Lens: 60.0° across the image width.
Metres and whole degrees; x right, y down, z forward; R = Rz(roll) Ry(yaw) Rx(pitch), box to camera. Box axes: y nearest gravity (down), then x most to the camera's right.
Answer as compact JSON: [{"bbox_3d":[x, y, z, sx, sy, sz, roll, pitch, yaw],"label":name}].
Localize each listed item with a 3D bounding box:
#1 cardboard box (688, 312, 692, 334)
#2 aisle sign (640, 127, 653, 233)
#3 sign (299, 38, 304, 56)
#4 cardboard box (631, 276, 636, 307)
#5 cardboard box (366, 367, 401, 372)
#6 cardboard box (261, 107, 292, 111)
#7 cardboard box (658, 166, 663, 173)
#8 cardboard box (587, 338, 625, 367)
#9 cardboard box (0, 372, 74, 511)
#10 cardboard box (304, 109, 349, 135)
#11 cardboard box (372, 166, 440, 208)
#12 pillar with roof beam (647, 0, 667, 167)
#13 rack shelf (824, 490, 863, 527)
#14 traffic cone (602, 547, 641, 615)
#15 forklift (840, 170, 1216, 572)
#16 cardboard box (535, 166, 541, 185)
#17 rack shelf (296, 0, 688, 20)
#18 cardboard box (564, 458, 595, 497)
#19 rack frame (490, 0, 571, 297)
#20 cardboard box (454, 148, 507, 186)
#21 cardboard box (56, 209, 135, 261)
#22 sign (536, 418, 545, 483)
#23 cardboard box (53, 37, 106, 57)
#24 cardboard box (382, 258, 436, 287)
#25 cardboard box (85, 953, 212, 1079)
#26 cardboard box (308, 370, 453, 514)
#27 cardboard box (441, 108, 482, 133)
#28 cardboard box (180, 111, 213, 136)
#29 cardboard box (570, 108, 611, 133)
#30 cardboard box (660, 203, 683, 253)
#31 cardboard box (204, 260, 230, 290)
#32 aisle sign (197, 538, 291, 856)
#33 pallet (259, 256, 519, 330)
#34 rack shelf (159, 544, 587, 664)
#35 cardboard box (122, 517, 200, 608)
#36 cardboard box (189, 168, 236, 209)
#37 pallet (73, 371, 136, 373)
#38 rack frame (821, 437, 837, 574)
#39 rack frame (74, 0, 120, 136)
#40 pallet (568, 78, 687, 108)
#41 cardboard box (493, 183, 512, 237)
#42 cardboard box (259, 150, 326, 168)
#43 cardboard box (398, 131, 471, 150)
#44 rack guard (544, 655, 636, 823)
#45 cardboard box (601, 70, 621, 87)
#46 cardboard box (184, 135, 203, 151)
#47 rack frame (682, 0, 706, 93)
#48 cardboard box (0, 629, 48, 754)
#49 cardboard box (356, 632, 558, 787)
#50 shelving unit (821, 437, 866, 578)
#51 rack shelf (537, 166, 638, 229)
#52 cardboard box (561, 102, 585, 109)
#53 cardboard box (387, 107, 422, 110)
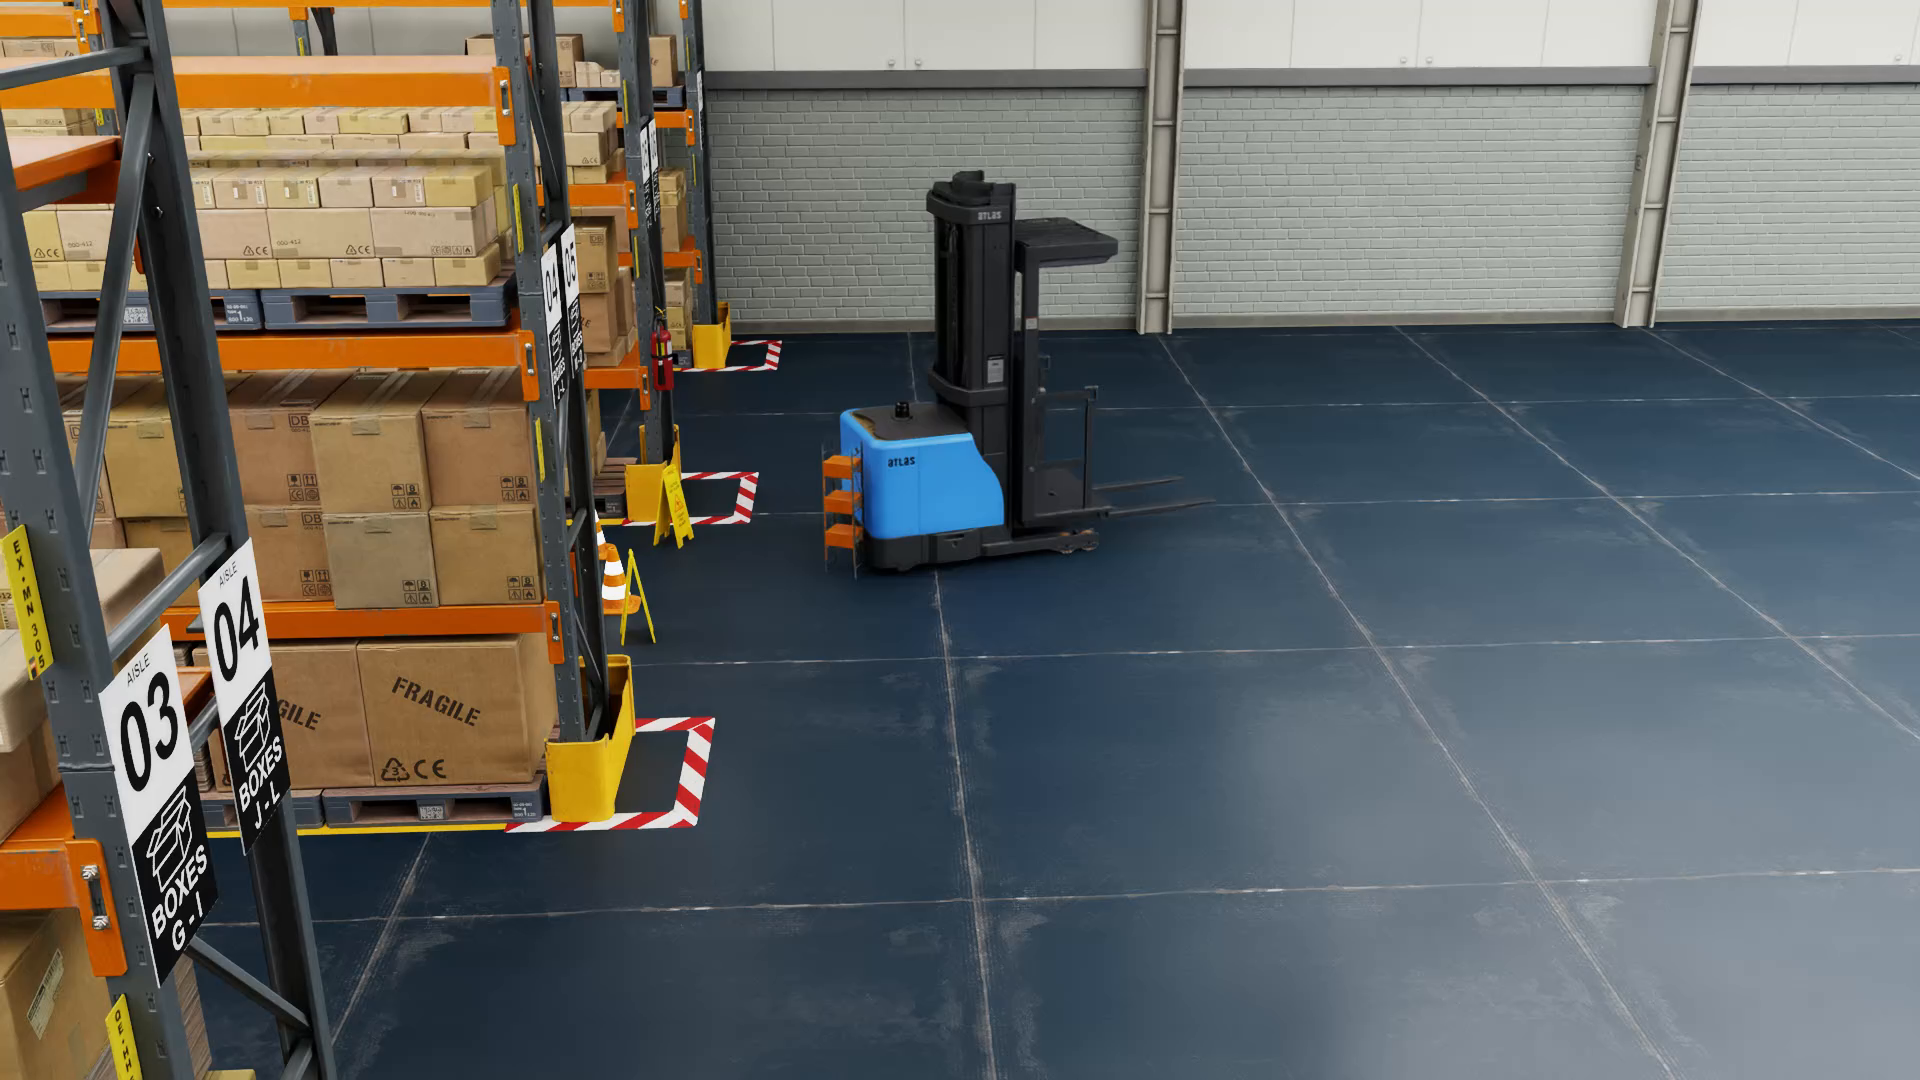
[{"bbox_3d":[-3.378,-2.500,19.247,0.500,0.250,0.500,-1,21,-3],"label":"cardboard box"},{"bbox_3d":[-2.511,-2.880,13.315,0.004,0.787,0.394,-1,21,-3],"label":"aisle sign"},{"bbox_3d":[-6.830,-5.046,17.275,0.005,0.325,0.100,-1,21,-3],"label":"sign"},{"bbox_3d":[-3.828,-2.775,18.564,0.500,0.250,0.500,-1,21,-2],"label":"cardboard box"},{"bbox_3d":[-4.723,-1.498,13.693,0.250,0.149,0.380,-1,21,-3],"label":"cardboard box"},{"bbox_3d":[-5.508,-3.484,13.573,0.250,0.149,0.380,-1,21,-1],"label":"cardboard box"},{"bbox_3d":[-3.493,-4.104,18.715,0.250,0.149,0.380,0,21,-1],"label":"cardboard box"},{"bbox_3d":[-2.951,-1.565,13.870,0.250,0.149,0.380,0,21,-1],"label":"cardboard box"},{"bbox_3d":[-5.287,-0.551,9.125,0.550,0.550,0.875,-1,21,-3],"label":"cardboard box"},{"bbox_3d":[-4.953,-3.279,13.033,0.250,0.149,0.380,-1,21,-4],"label":"cardboard box"},{"bbox_3d":[-2.773,-1.778,8.362,0.250,0.149,0.380,-1,21,-3],"label":"cardboard box"},{"bbox_3d":[-3.378,-5.110,14.396,0.400,9.000,9.100,-1,21,-3],"label":"pillar with roof beam"},{"bbox_3d":[-0.894,-0.239,12.801,0.240,0.259,0.215,7,22,19],"label":"rack shelf"},{"bbox_3d":[-2.543,0.274,12.252,0.334,0.463,0.336,-1,21,-3],"label":"traffic cone"},{"bbox_3d":[0.601,-1.427,13.249,3.031,2.935,1.130,-7,22,-18],"label":"forklift"},{"bbox_3d":[-3.444,-2.934,13.249,0.250,0.149,0.380,-1,21,-1],"label":"cardboard box"},{"bbox_3d":[-4.873,-5.770,17.701,4.000,0.370,1.077,-1,21,-3],"label":"rack shelf"},{"bbox_3d":[-3.405,-0.565,14.164,0.500,0.250,0.500,-1,21,-3],"label":"cardboard box"},{"bbox_3d":[-2.206,-2.814,8.364,0.127,3.000,1.000,-1,21,-3],"label":"rack frame"},{"bbox_3d":[-2.558,-2.016,8.987,0.250,0.149,0.380,-1,21,-2],"label":"cardboard box"},{"bbox_3d":[-4.183,-1.585,8.414,0.500,0.250,0.500,-1,21,-3],"label":"cardboard box"},{"bbox_3d":[-2.189,-0.469,8.676,0.005,0.325,0.100,-1,21,-3],"label":"sign"},{"bbox_3d":[-9.110,-5.007,17.471,0.500,0.500,0.500,-1,21,-2],"label":"cardboard box"},{"bbox_3d":[-2.770,-1.405,8.503,0.250,0.149,0.380,-1,21,-3],"label":"cardboard box"},{"bbox_3d":[-2.575,1.570,4.724,0.500,0.500,0.875,-1,21,-3],"label":"cardboard box"},{"bbox_3d":[-3.123,-0.547,9.114,0.550,0.550,0.875,-1,21,-3],"label":"cardboard box"},{"bbox_3d":[-3.925,-3.319,13.140,0.250,0.149,0.380,-1,21,-3],"label":"cardboard box"},{"bbox_3d":[-5.992,-3.248,12.954,0.250,0.149,0.380,-1,21,-1],"label":"cardboard box"},{"bbox_3d":[-2.910,-3.312,13.120,0.250,0.149,0.380,-1,21,-3],"label":"cardboard box"},{"bbox_3d":[-3.353,-3.473,18.387,0.500,0.500,0.500,-2,21,-4],"label":"cardboard box"},{"bbox_3d":[-3.787,-1.385,8.449,0.250,0.149,0.380,-1,21,-3],"label":"cardboard box"},{"bbox_3d":[-1.979,0.431,4.619,0.004,0.787,0.394,-1,21,-3],"label":"aisle sign"},{"bbox_3d":[-2.946,-1.352,8.864,1.213,0.211,1.003,-1,21,-3],"label":"pallet"},{"bbox_3d":[-4.203,0.367,9.453,4.000,0.370,1.077,-1,21,-3],"label":"rack shelf"},{"bbox_3d":[-4.215,-0.045,9.314,0.500,0.550,0.875,-1,21,-3],"label":"cardboard box"},{"bbox_3d":[-3.793,-1.757,8.306,0.250,0.149,0.380,-1,21,-4],"label":"cardboard box"},{"bbox_3d":[-7.355,-1.632,13.960,1.213,0.211,1.003,-1,21,-3],"label":"pallet"},{"bbox_3d":[-1.009,-0.263,12.837,0.008,1.050,0.200,7,22,19],"label":"rack frame"},{"bbox_3d":[-6.583,-4.489,12.764,0.127,3.000,1.000,-1,21,-3],"label":"rack frame"},{"bbox_3d":[-3.584,-4.885,18.144,1.213,0.211,1.003,-1,21,-3],"label":"pallet"},{"bbox_3d":[-2.703,-1.805,8.993,0.500,0.250,0.500,-1,21,-3],"label":"cardboard box"},{"bbox_3d":[-3.573,-1.996,8.934,0.250,0.149,0.380,-2,21,-4],"label":"cardboard box"},{"bbox_3d":[-4.105,-3.109,13.148,0.500,0.250,0.500,-1,21,-2],"label":"cardboard box"},{"bbox_3d":[-2.182,1.158,9.878,0.348,0.500,1.175,-1,21,-3],"label":"rack guard"},{"bbox_3d":[-3.687,-4.932,17.767,0.250,0.149,0.380,-2,21,-5],"label":"cardboard box"},{"bbox_3d":[-6.128,-3.068,13.039,0.500,0.250,0.500,-2,21,-4],"label":"cardboard box"},{"bbox_3d":[-2.877,-6.333,17.608,0.127,3.000,1.000,-1,21,-3],"label":"rack frame"},{"bbox_3d":[-2.283,0.352,3.914,0.250,0.149,0.380,-1,21,-3],"label":"cardboard box"},{"bbox_3d":[-2.879,0.824,9.637,0.875,0.875,0.875,-1,21,-3],"label":"cardboard box"},{"bbox_3d":[-0.894,-0.249,12.797,0.252,1.050,0.215,7,22,19],"label":"shelving unit"},{"bbox_3d":[-4.586,-2.791,13.532,4.000,0.370,1.077,-1,21,-3],"label":"rack shelf"},{"bbox_3d":[-3.207,-3.478,13.557,0.250,0.149,0.380,-1,21,-3],"label":"cardboard box"},{"bbox_3d":[-4.477,-3.469,13.533,0.250,0.149,0.380,-1,21,-2],"label":"cardboard box"}]
